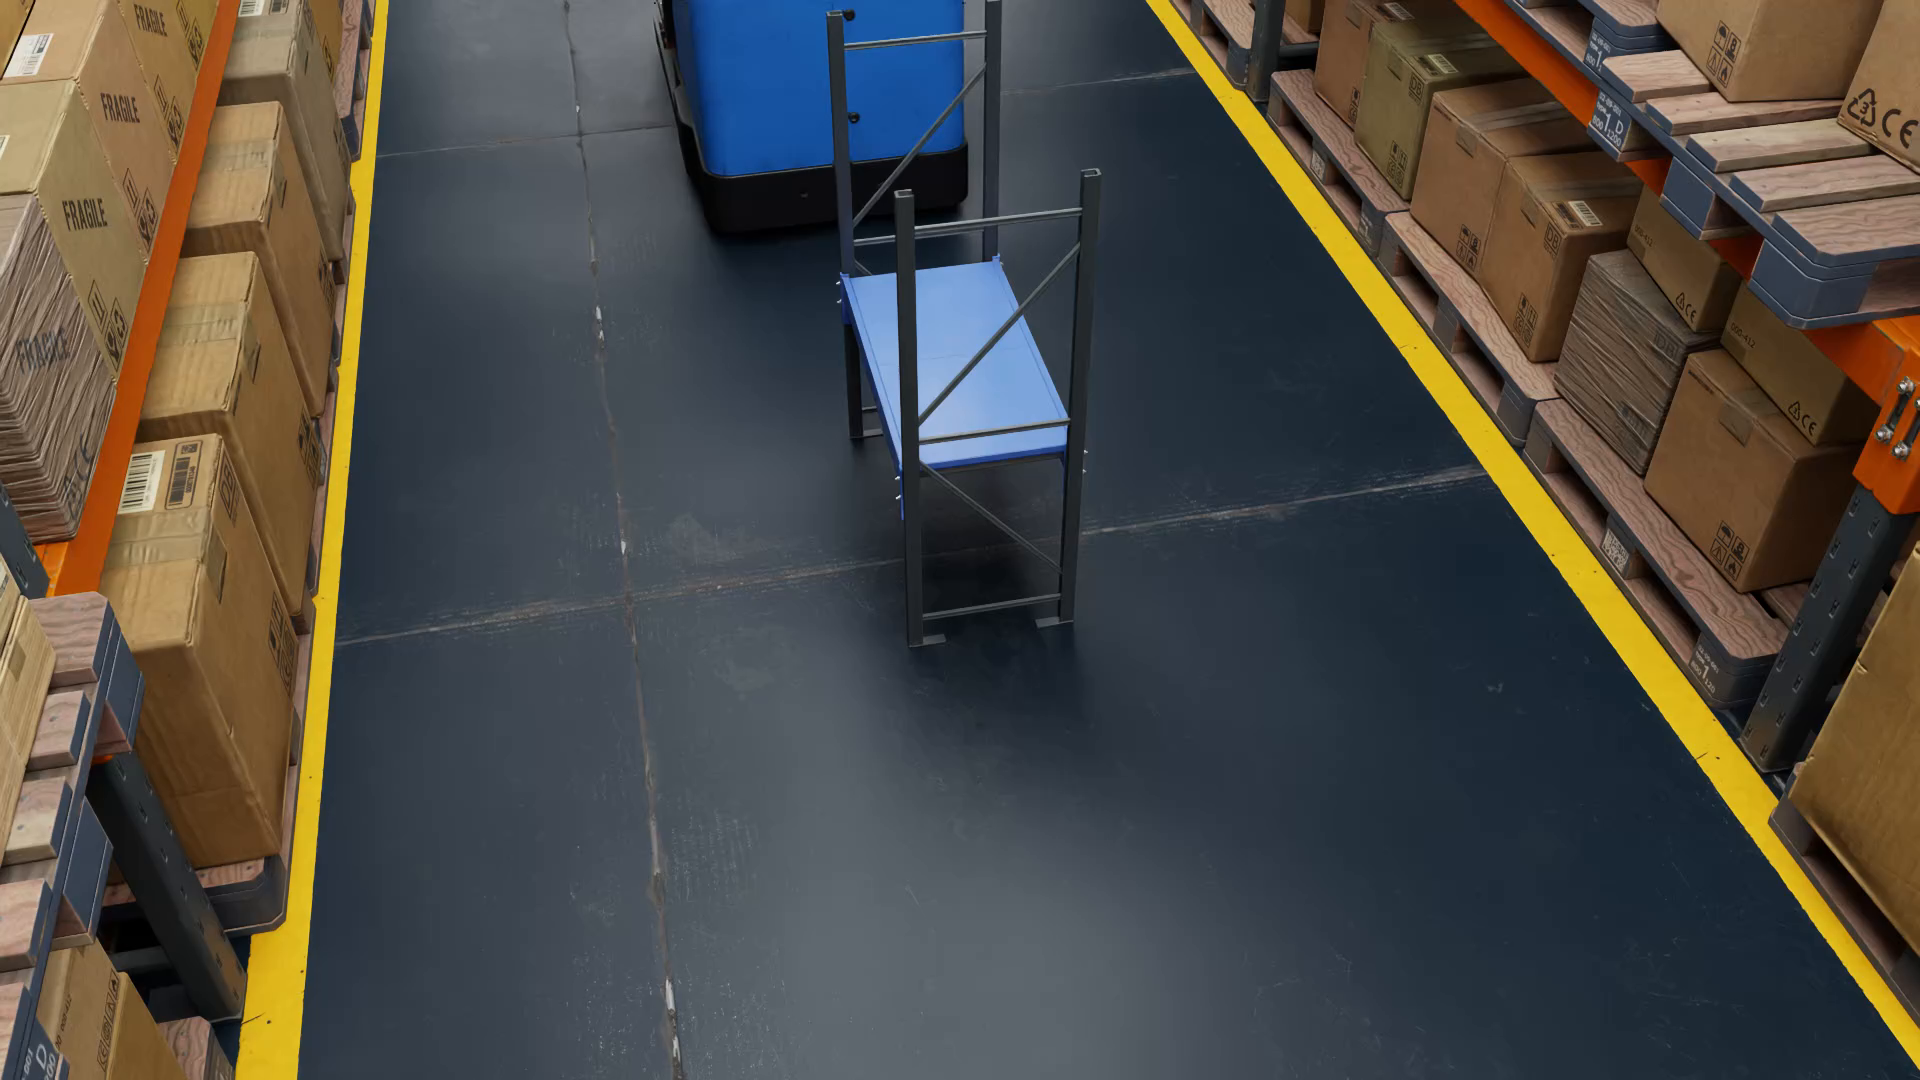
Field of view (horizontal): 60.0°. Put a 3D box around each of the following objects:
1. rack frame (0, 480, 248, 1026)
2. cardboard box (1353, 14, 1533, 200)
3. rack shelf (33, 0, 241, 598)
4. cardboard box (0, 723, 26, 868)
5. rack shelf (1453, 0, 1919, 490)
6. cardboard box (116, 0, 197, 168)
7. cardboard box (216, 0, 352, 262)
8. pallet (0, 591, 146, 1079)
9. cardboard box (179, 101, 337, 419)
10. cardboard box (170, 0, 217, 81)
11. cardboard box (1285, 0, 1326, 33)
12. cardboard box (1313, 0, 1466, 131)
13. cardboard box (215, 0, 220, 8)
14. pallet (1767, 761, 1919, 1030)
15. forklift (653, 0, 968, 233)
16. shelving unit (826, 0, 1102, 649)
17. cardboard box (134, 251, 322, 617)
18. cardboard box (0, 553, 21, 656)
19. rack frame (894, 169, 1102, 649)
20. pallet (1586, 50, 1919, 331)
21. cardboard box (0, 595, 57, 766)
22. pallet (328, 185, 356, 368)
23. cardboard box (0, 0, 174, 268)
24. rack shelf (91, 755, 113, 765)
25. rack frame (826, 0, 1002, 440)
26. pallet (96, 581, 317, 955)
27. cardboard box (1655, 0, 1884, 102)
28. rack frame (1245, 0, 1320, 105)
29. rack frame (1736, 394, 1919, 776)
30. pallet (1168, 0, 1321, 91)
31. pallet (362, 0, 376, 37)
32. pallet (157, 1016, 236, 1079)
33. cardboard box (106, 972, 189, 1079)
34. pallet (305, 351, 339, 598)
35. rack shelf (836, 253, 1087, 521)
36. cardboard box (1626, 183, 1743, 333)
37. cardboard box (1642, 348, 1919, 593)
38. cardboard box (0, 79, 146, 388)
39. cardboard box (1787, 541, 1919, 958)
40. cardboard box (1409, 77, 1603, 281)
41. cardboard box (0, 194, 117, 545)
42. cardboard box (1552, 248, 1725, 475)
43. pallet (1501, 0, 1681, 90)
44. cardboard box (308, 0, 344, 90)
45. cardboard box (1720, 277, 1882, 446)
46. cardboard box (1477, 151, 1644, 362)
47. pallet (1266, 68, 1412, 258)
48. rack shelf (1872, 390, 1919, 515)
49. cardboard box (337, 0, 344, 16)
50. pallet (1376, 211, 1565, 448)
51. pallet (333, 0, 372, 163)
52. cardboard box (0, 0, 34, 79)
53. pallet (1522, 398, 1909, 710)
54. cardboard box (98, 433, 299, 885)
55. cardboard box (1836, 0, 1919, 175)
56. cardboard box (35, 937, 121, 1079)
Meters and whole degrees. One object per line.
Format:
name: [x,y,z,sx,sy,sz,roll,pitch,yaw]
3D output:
rack frame: [-2.209,0.054,2.930,1.000,3.000,0.127,-8,42,-9]
cardboard box: [1.988,-1.701,6.458,0.700,0.500,0.500,-9,42,-10]
rack shelf: [-2.641,-0.973,4.629,1.077,0.370,4.000,-8,42,-9]
cardboard box: [-1.602,0.406,2.406,0.380,0.149,0.250,-8,42,-9]
rack shelf: [2.224,-1.619,5.356,1.077,0.370,4.000,-8,42,-9]
cardboard box: [-2.369,-1.292,4.371,0.500,0.500,0.500,-9,42,-10]
cardboard box: [-2.851,-1.465,6.019,1.050,0.750,0.750,-9,42,-10]
pallet: [-1.951,0.572,2.490,1.213,0.211,1.003,-8,42,-9]
cardboard box: [-2.646,-0.839,5.314,1.050,0.750,0.750,-8,42,-9]
cardboard box: [-2.481,-1.621,4.741,0.500,0.500,0.500,-8,42,-9]
cardboard box: [1.745,-2.671,7.566,0.500,0.500,0.500,-10,42,-11]
cardboard box: [1.904,-2.013,6.809,0.700,0.500,0.500,-11,43,-13]
cardboard box: [-2.590,-1.949,5.110,0.500,0.500,0.500,-9,42,-10]
pallet: [2.752,0.974,3.994,1.003,0.211,1.213,-8,42,-9]
forklift: [-0.809,-3.286,6.744,1.130,2.935,3.031,-9,42,-10]
shelving unit: [-0.018,-0.616,4.814,0.538,1.500,1.048,-8,42,-9]
cardboard box: [-2.445,-0.235,4.634,1.050,0.750,0.750,-8,42,-9]
cardboard box: [-1.658,0.135,2.488,0.380,0.149,0.250,-8,42,-8]
rack frame: [0.091,-0.287,4.443,0.500,1.500,0.032,-8,42,-9]
pallet: [2.398,-0.966,4.223,1.213,0.211,1.003,-8,42,-9]
cardboard box: [-1.654,0.245,2.588,0.380,0.149,0.250,-8,42,-9]
pallet: [-2.832,-1.007,6.225,1.003,0.211,1.213,-8,42,-9]
cardboard box: [-2.263,-0.969,4.007,0.500,0.500,0.500,-8,42,-9]
rack shelf: [-1.777,1.619,1.708,1.077,0.370,4.000,-8,42,-9]
rack frame: [-0.128,-0.946,5.186,0.500,1.500,0.032,-8,42,-9]
pallet: [-2.306,0.575,4.443,1.003,0.211,1.213,-8,42,-9]
cardboard box: [2.282,-1.477,4.263,0.700,0.500,0.500,-3,42,-3]
rack frame: [1.792,-3.184,6.577,1.000,3.000,0.127,-8,42,-9]
rack frame: [2.656,-0.591,3.656,1.000,3.000,0.127,-8,42,-9]
pallet: [1.613,-2.571,7.988,1.003,0.211,1.213,-8,42,-9]
pallet: [-3.427,-2.792,8.237,1.003,0.211,1.213,-8,42,-9]
pallet: [-2.042,1.604,3.284,1.003,0.211,1.213,-8,42,-9]
cardboard box: [-1.812,1.221,3.182,0.500,0.500,0.500,-9,42,-9]
pallet: [-2.566,-0.214,5.332,1.003,0.211,1.213,-8,42,-9]
rack shelf: [-0.018,-0.482,4.934,0.538,0.185,1.000,-8,42,-9]
cardboard box: [2.357,-0.874,4.961,0.500,0.250,0.500,-4,42,-4]
cardboard box: [2.492,-0.252,4.826,0.700,0.500,0.500,-10,43,-12]
cardboard box: [-2.155,-0.642,3.639,0.500,0.500,0.500,-9,42,-10]
cardboard box: [2.784,0.497,3.715,1.225,0.875,0.875,-10,43,-11]
cardboard box: [2.110,-1.338,6.049,0.700,0.500,0.500,-12,43,-13]
cardboard box: [-2.042,-0.313,3.268,0.500,0.500,0.500,-8,42,-9]
cardboard box: [2.359,-0.610,5.229,0.700,0.500,0.500,-12,43,-13]
pallet: [2.188,-1.797,5.159,1.003,0.211,1.213,-8,42,-9]
cardboard box: [-3.140,-2.319,6.887,0.875,0.875,0.875,-8,42,-9]
cardboard box: [2.482,-0.531,4.576,0.500,0.250,0.500,-7,42,-8]
cardboard box: [2.230,-0.977,5.642,0.700,0.500,0.500,-5,42,-6]
pallet: [1.962,-1.637,6.935,1.003,0.211,1.213,-8,42,-9]
rack shelf: [3.087,0.974,2.435,1.077,0.370,4.000,-8,42,-9]
cardboard box: [-3.338,-2.903,7.545,0.875,0.875,0.875,-8,42,-9]
pallet: [2.229,-0.844,6.042,1.003,0.211,1.213,-8,42,-9]
pallet: [-3.160,-2.000,7.344,1.003,0.211,1.213,-8,42,-9]
cardboard box: [-2.520,-1.310,3.637,0.700,0.500,0.500,-9,42,-10]
pallet: [2.489,-0.055,5.153,1.003,0.211,1.213,-8,42,-9]
cardboard box: [-2.253,0.331,3.996,1.050,0.750,0.750,-9,42,-10]
cardboard box: [2.500,-1.130,3.872,0.500,0.500,0.500,-13,43,-15]
cardboard box: [-1.806,0.957,2.914,0.500,0.250,0.500,-9,42,-10]
